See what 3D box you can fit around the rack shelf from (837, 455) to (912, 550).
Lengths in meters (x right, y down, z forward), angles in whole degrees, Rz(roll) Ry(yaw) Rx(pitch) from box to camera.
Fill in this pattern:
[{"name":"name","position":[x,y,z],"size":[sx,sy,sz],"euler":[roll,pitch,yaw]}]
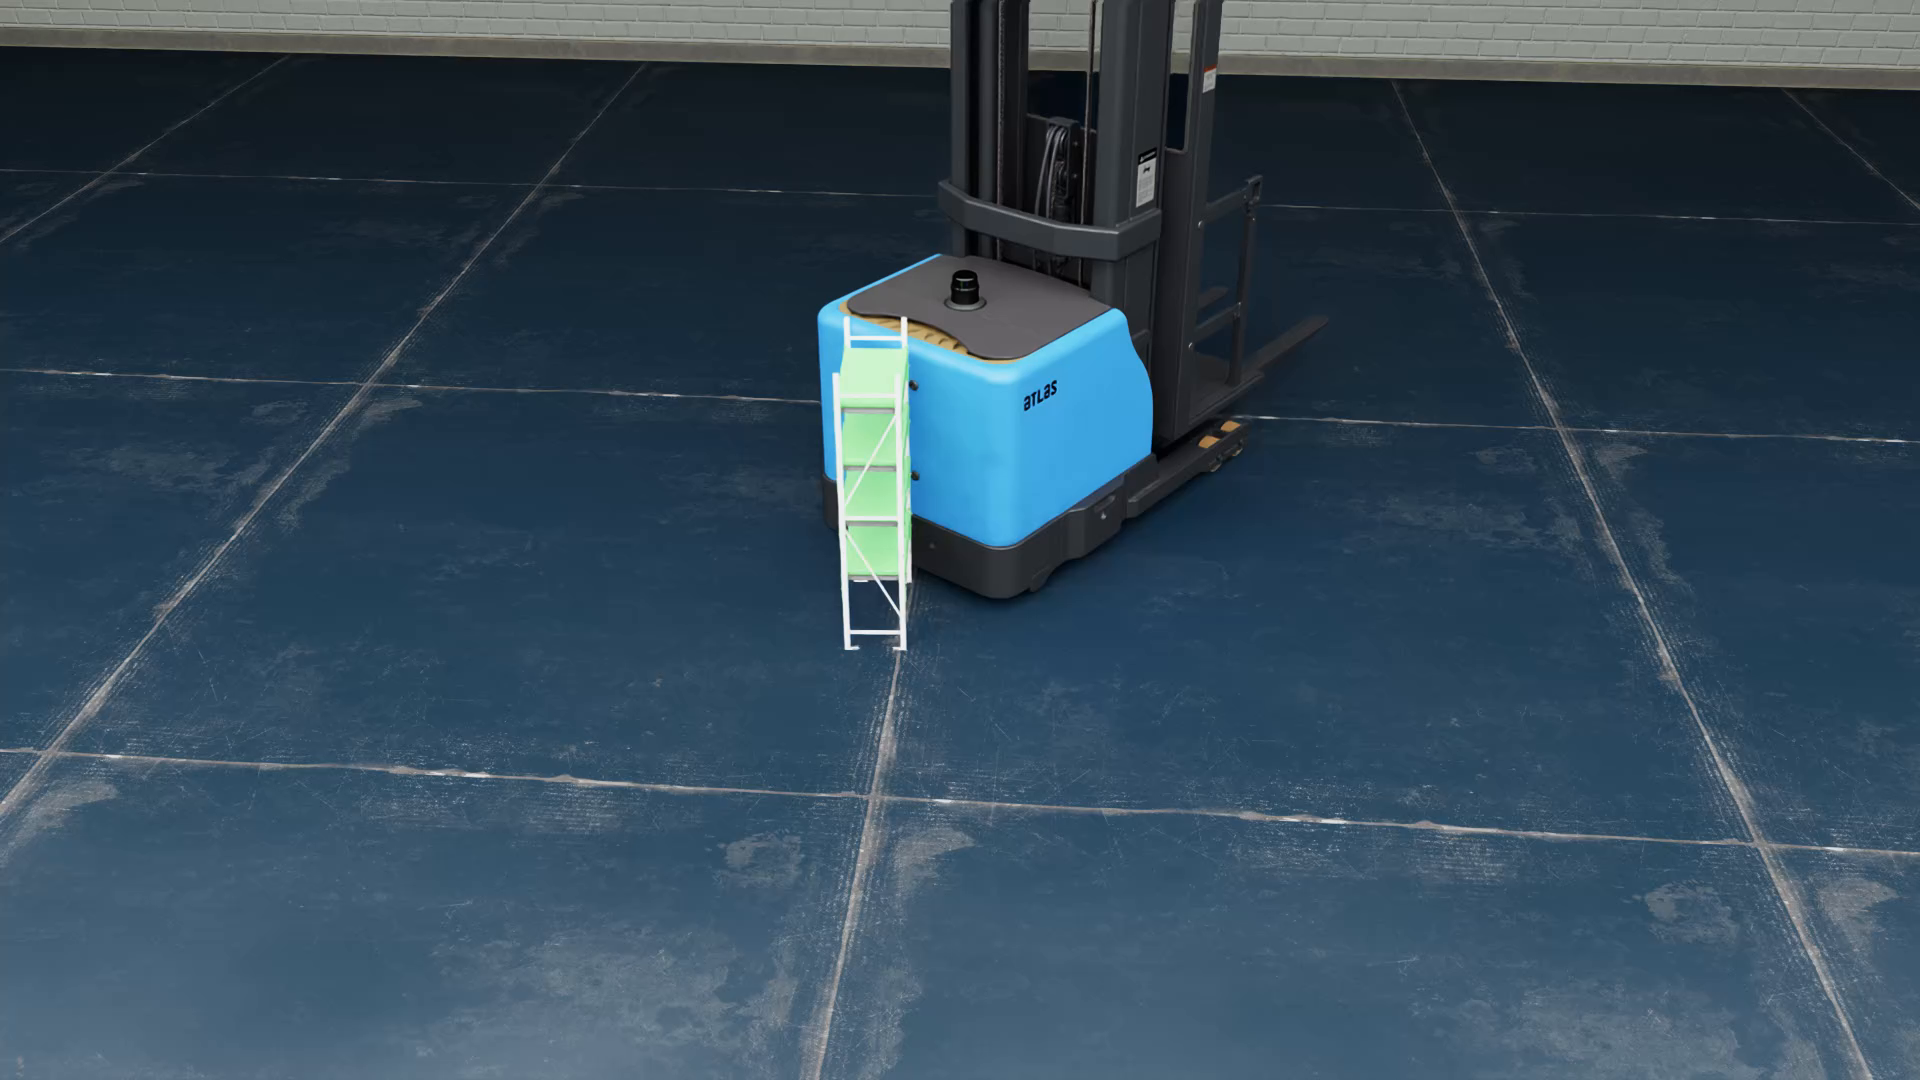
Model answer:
[{"name":"rack shelf","position":[-0.328,-0.153,6.476],"size":[0.258,0.148,0.480],"euler":[1,32,1]}]

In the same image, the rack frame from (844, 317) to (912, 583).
[{"name":"rack frame","position":[-0.323,-0.335,6.650],"size":[0.240,1.200,0.015],"euler":[1,32,1]}]

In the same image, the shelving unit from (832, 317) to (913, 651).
[{"name":"shelving unit","position":[-0.328,-0.207,6.442],"size":[0.258,1.200,0.503],"euler":[1,32,1]}]

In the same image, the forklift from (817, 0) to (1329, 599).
[{"name":"forklift","position":[0.724,-1.715,7.239],"size":[1.130,2.935,3.031],"euler":[23,38,32]}]

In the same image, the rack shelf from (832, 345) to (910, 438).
[{"name":"rack shelf","position":[-0.328,-0.561,6.224],"size":[0.258,0.148,0.480],"euler":[1,32,1]}]

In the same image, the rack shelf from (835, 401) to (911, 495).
[{"name":"rack shelf","position":[-0.328,-0.357,6.350],"size":[0.258,0.148,0.480],"euler":[1,32,1]}]

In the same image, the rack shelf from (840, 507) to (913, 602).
[{"name":"rack shelf","position":[-0.328,0.052,6.602],"size":[0.258,0.148,0.480],"euler":[1,32,1]}]

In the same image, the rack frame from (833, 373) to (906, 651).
[{"name":"rack frame","position":[-0.332,-0.079,6.235],"size":[0.240,1.200,0.015],"euler":[1,32,1]}]
